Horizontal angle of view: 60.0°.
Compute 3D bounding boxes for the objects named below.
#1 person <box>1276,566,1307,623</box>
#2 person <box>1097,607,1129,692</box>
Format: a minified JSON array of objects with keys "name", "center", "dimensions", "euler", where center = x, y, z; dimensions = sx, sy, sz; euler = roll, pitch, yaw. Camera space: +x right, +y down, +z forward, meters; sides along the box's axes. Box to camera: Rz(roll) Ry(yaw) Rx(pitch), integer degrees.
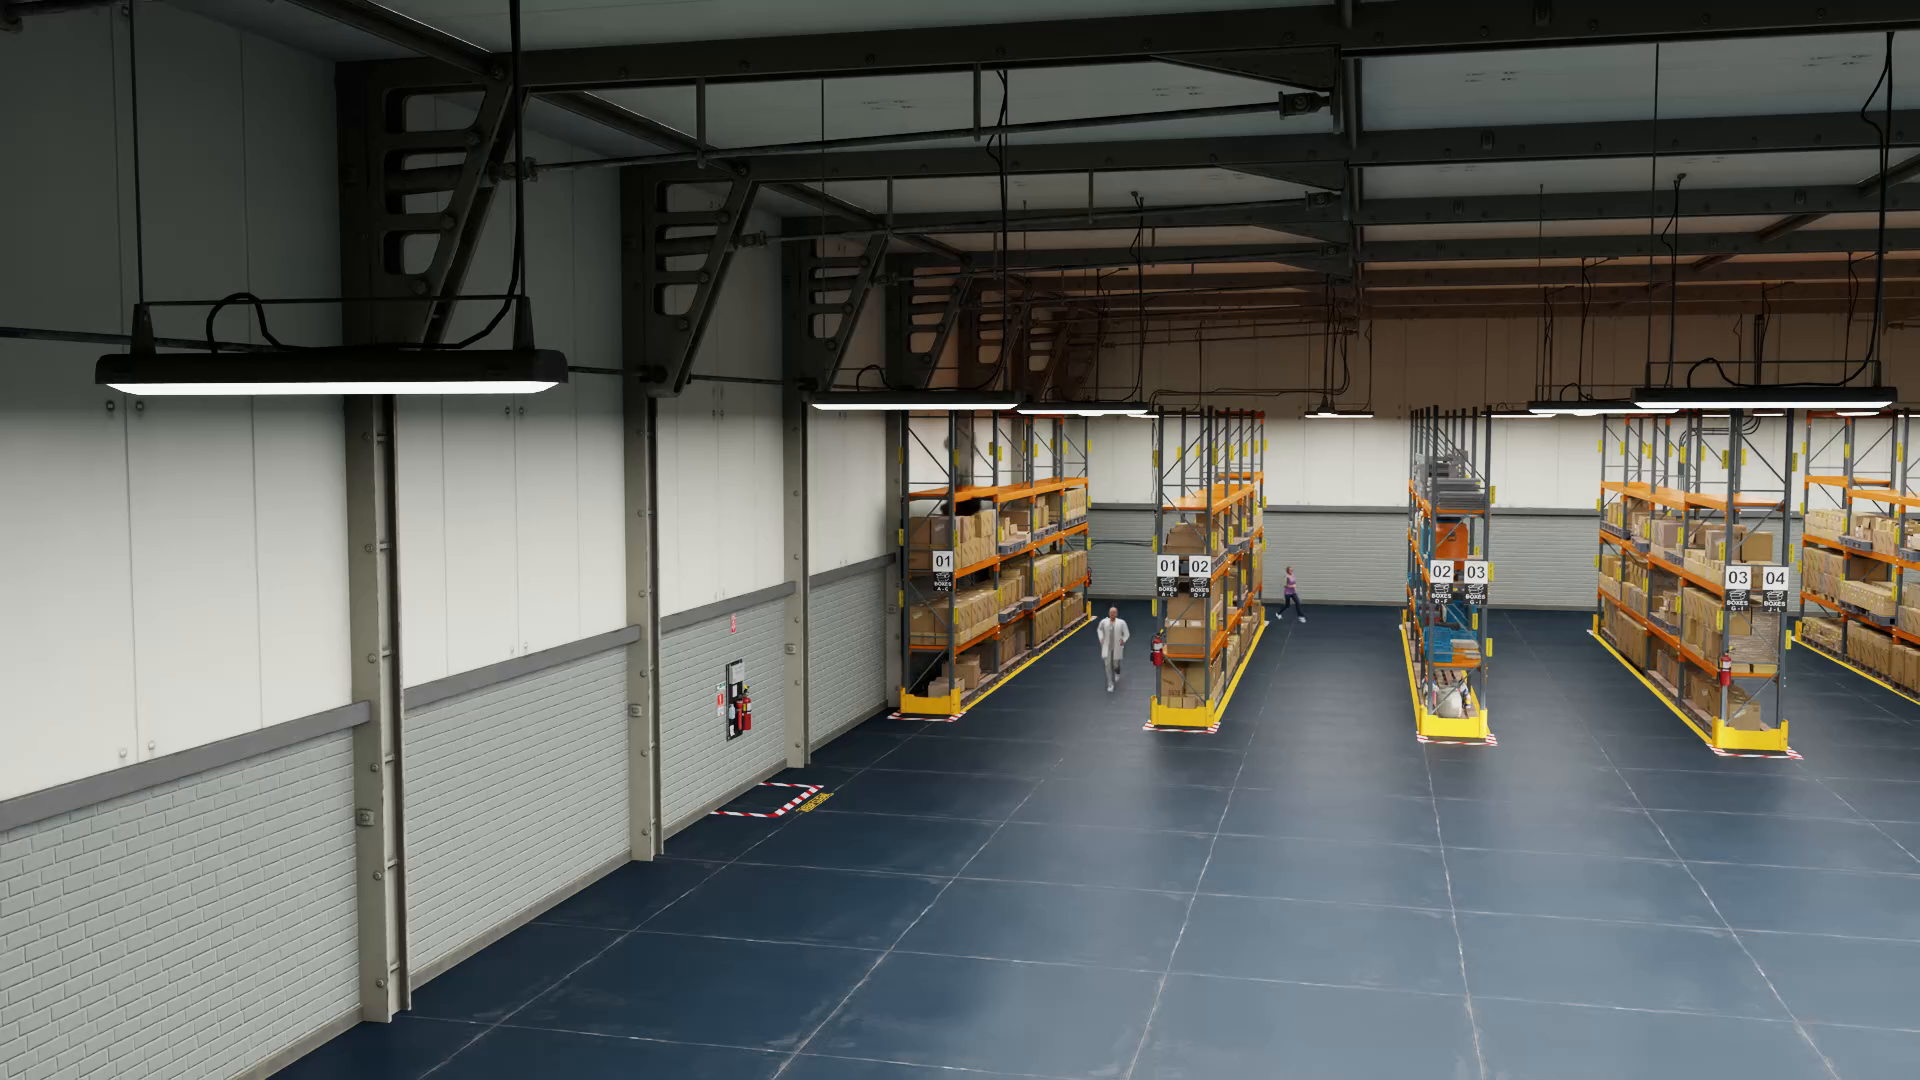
[{"name":"person","center":[9.375,1.538,47.312],"dimensions":[0.553,1.590,0.888],"euler":[-4,6,-42]},{"name":"person","center":[3.256,2.313,35.517],"dimensions":[0.711,1.765,0.880],"euler":[1,4,13]}]
